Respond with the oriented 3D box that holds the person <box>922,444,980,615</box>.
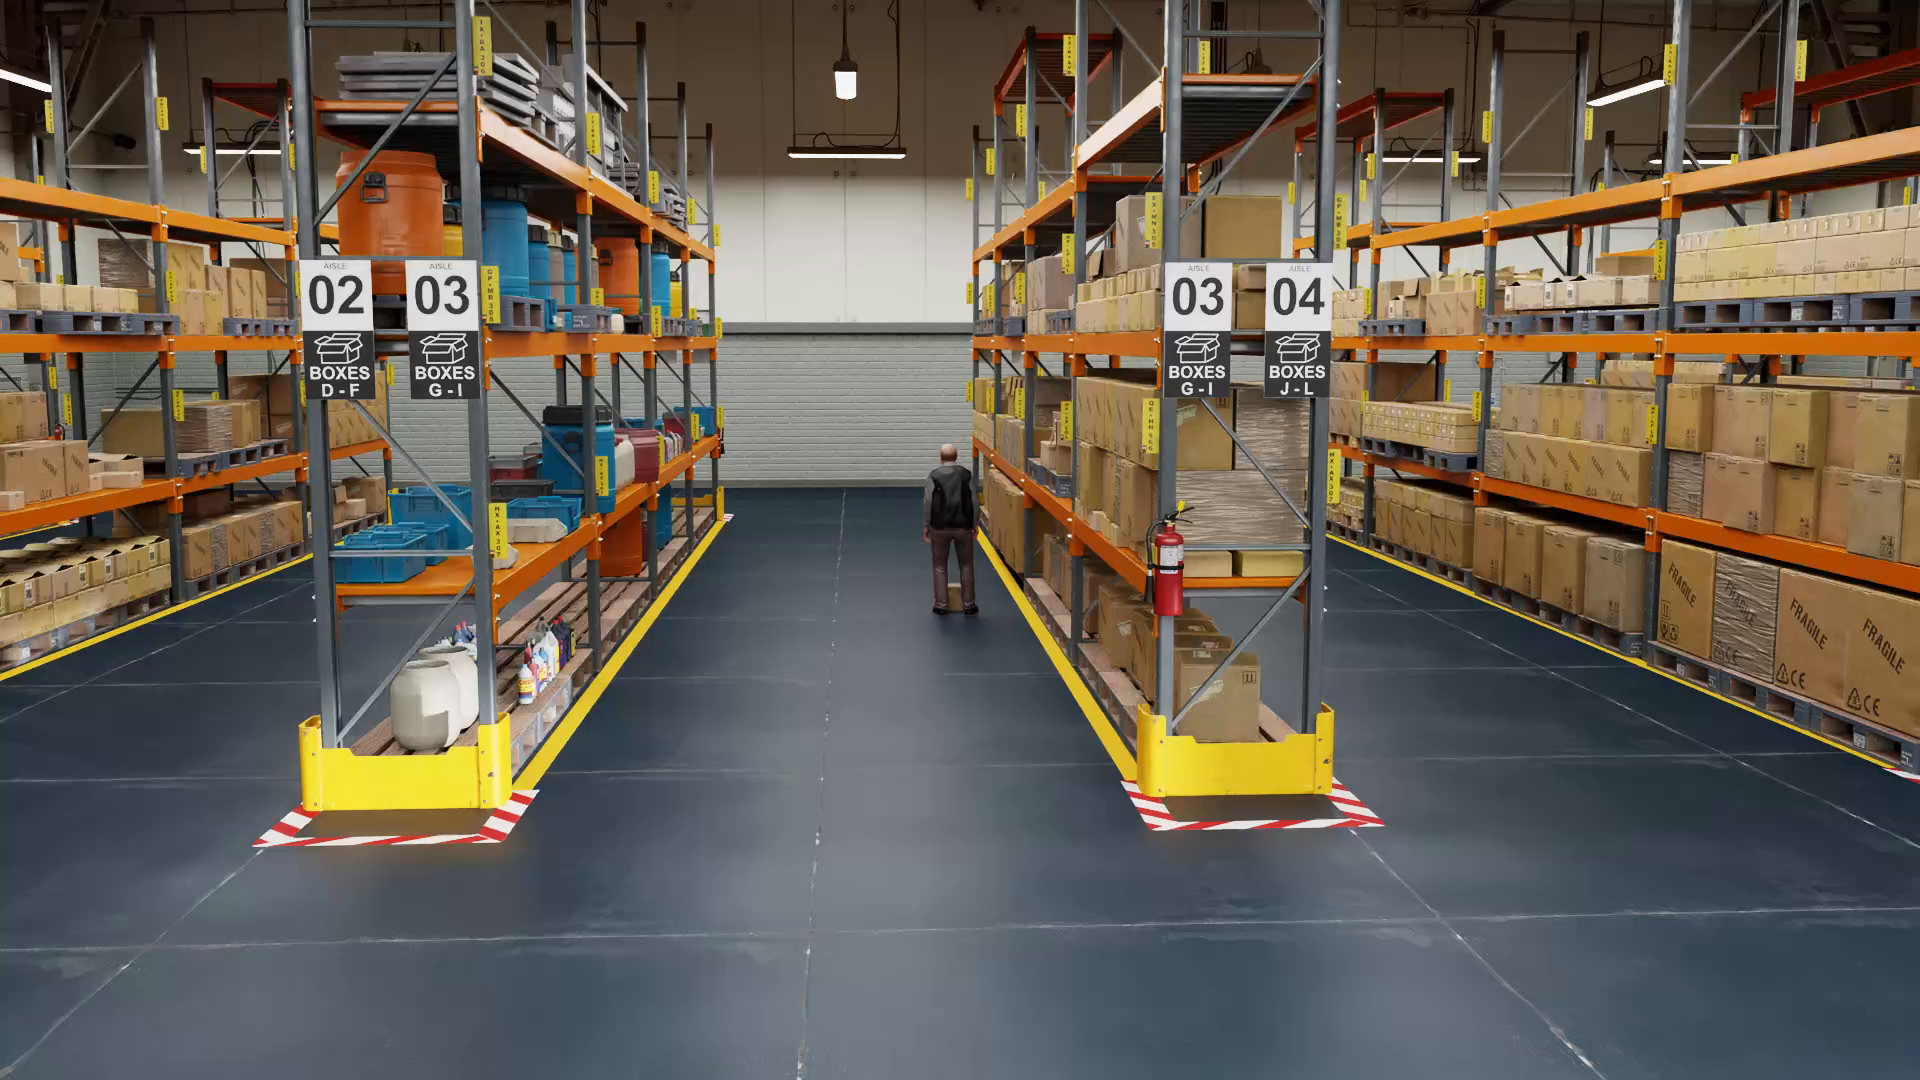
[{"bbox_3d":[-0.085,-0.108,16.752,0.589,1.720,0.427,-1,7,-7],"label":"person"}]
